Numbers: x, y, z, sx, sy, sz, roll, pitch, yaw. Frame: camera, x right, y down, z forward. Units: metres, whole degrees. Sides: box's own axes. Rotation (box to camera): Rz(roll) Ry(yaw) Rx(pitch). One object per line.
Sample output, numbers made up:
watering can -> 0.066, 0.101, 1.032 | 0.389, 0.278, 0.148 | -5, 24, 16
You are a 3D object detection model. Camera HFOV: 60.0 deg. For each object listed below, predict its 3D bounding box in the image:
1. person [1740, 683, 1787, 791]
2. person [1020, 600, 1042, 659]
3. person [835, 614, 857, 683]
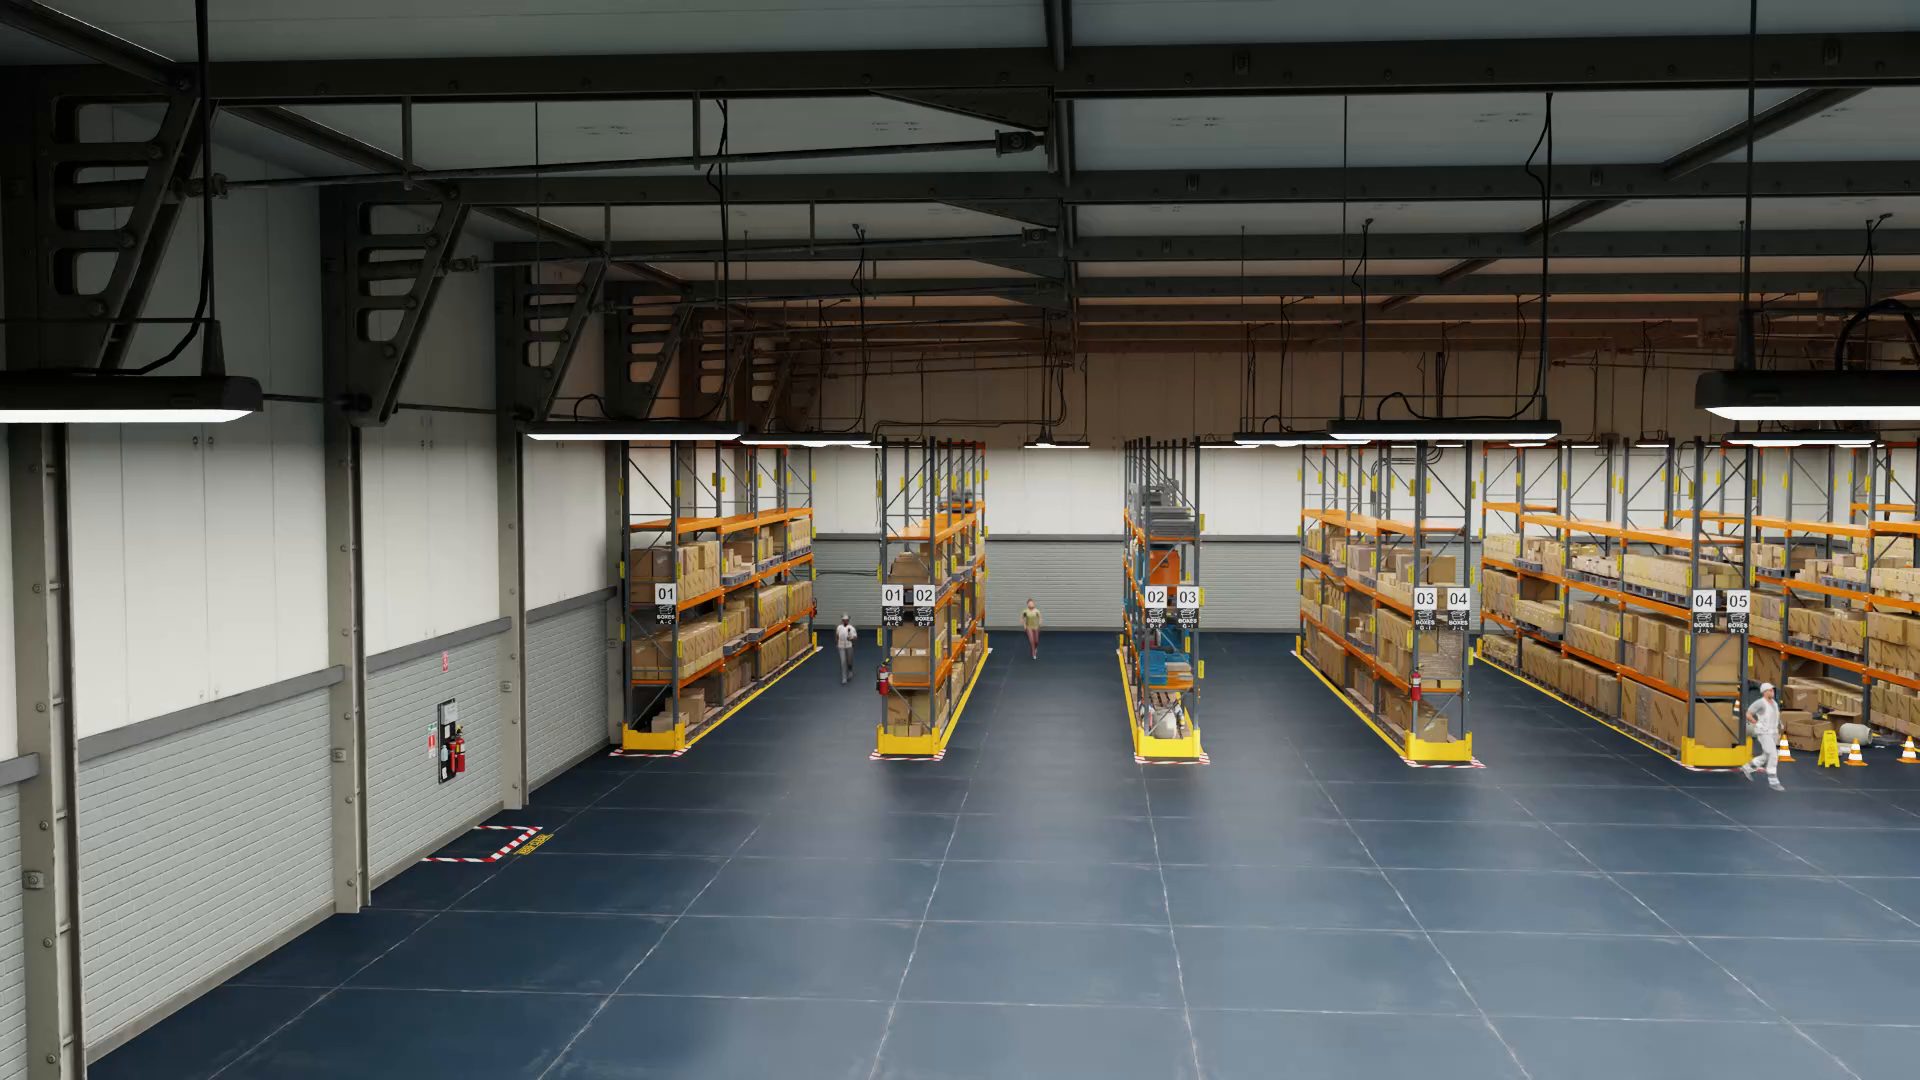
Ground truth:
person -> 13.726, 3.331, 28.331 | 0.711, 1.806, 0.832 | -2, 4, -32
person -> 1.974, 2.478, 45.887 | 0.600, 1.576, 0.796 | 0, 3, -6
person -> -2.823, 2.662, 41.169 | 0.582, 1.669, 0.853 | 0, 3, 1
